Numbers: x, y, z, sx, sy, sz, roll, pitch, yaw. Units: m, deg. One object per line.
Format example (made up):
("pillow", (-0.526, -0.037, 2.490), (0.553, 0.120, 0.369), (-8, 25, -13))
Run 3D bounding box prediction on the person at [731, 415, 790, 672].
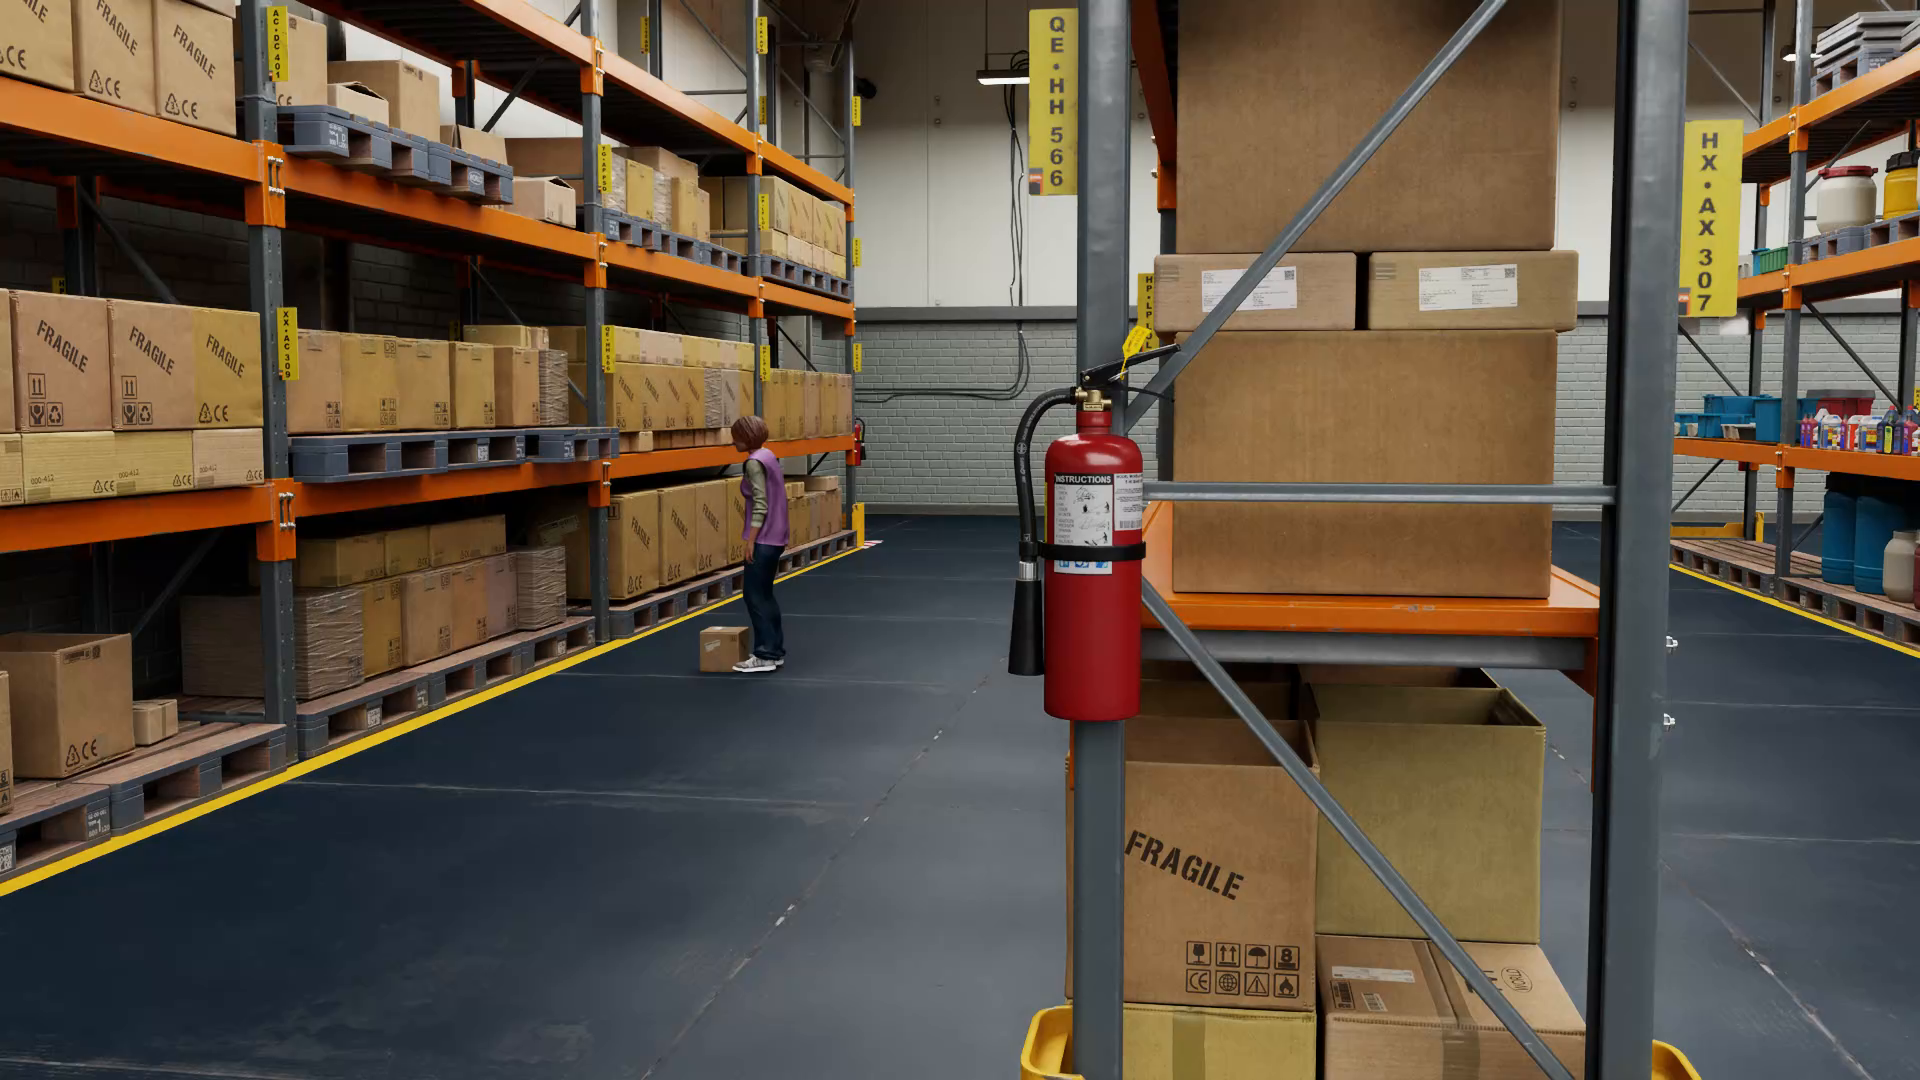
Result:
("person", (-1.239, 0.020, 10.378), (0.343, 1.593, 0.485), (0, 5, 5))
